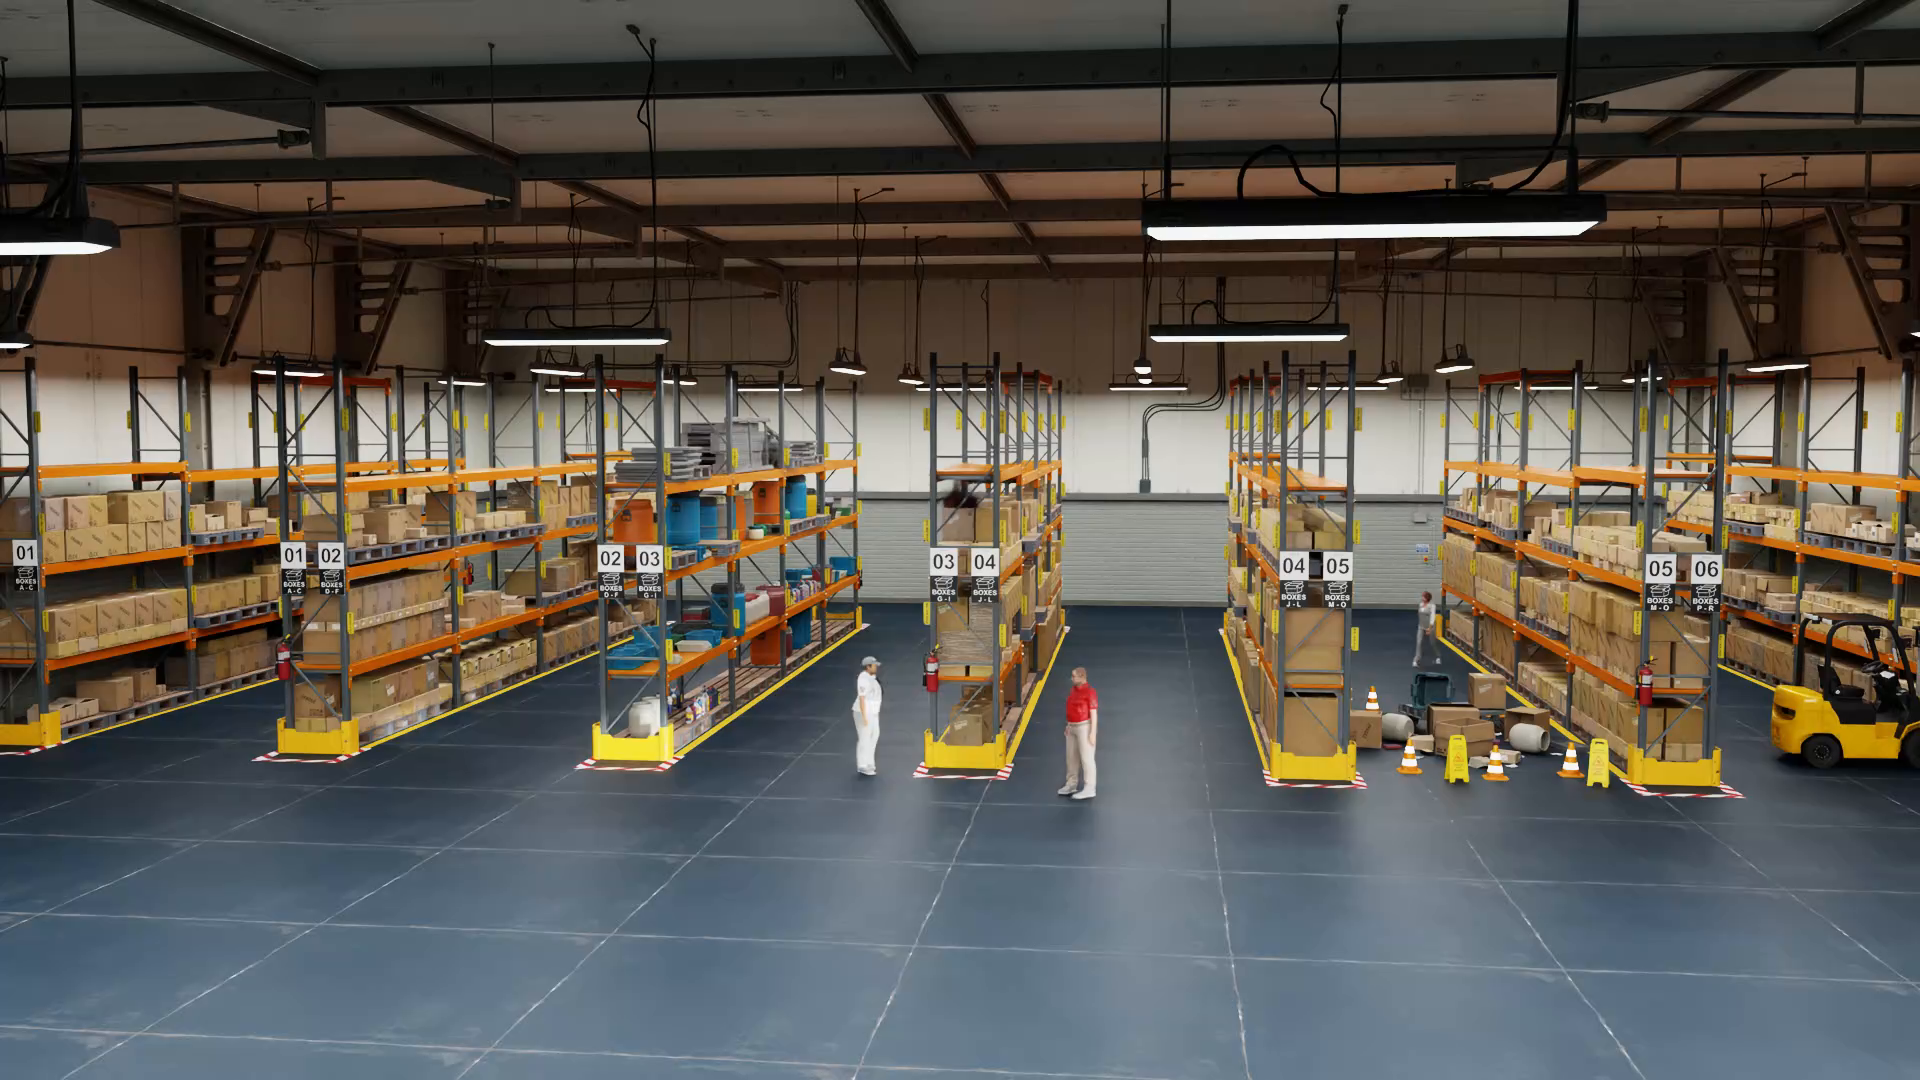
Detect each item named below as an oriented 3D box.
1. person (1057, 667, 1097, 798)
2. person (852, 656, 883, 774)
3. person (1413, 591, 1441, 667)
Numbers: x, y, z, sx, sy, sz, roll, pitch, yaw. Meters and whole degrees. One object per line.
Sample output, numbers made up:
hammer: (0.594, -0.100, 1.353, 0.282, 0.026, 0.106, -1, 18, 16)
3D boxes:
person: (1.571, 2.558, 22.232, 0.445, 1.731, 0.592, -3, 5, -32)
person: (-1.324, 2.534, 23.823, 0.417, 1.748, 0.565, 1, 4, 12)
person: (9.545, 1.819, 33.965, 0.391, 1.549, 0.960, 3, 5, 40)
